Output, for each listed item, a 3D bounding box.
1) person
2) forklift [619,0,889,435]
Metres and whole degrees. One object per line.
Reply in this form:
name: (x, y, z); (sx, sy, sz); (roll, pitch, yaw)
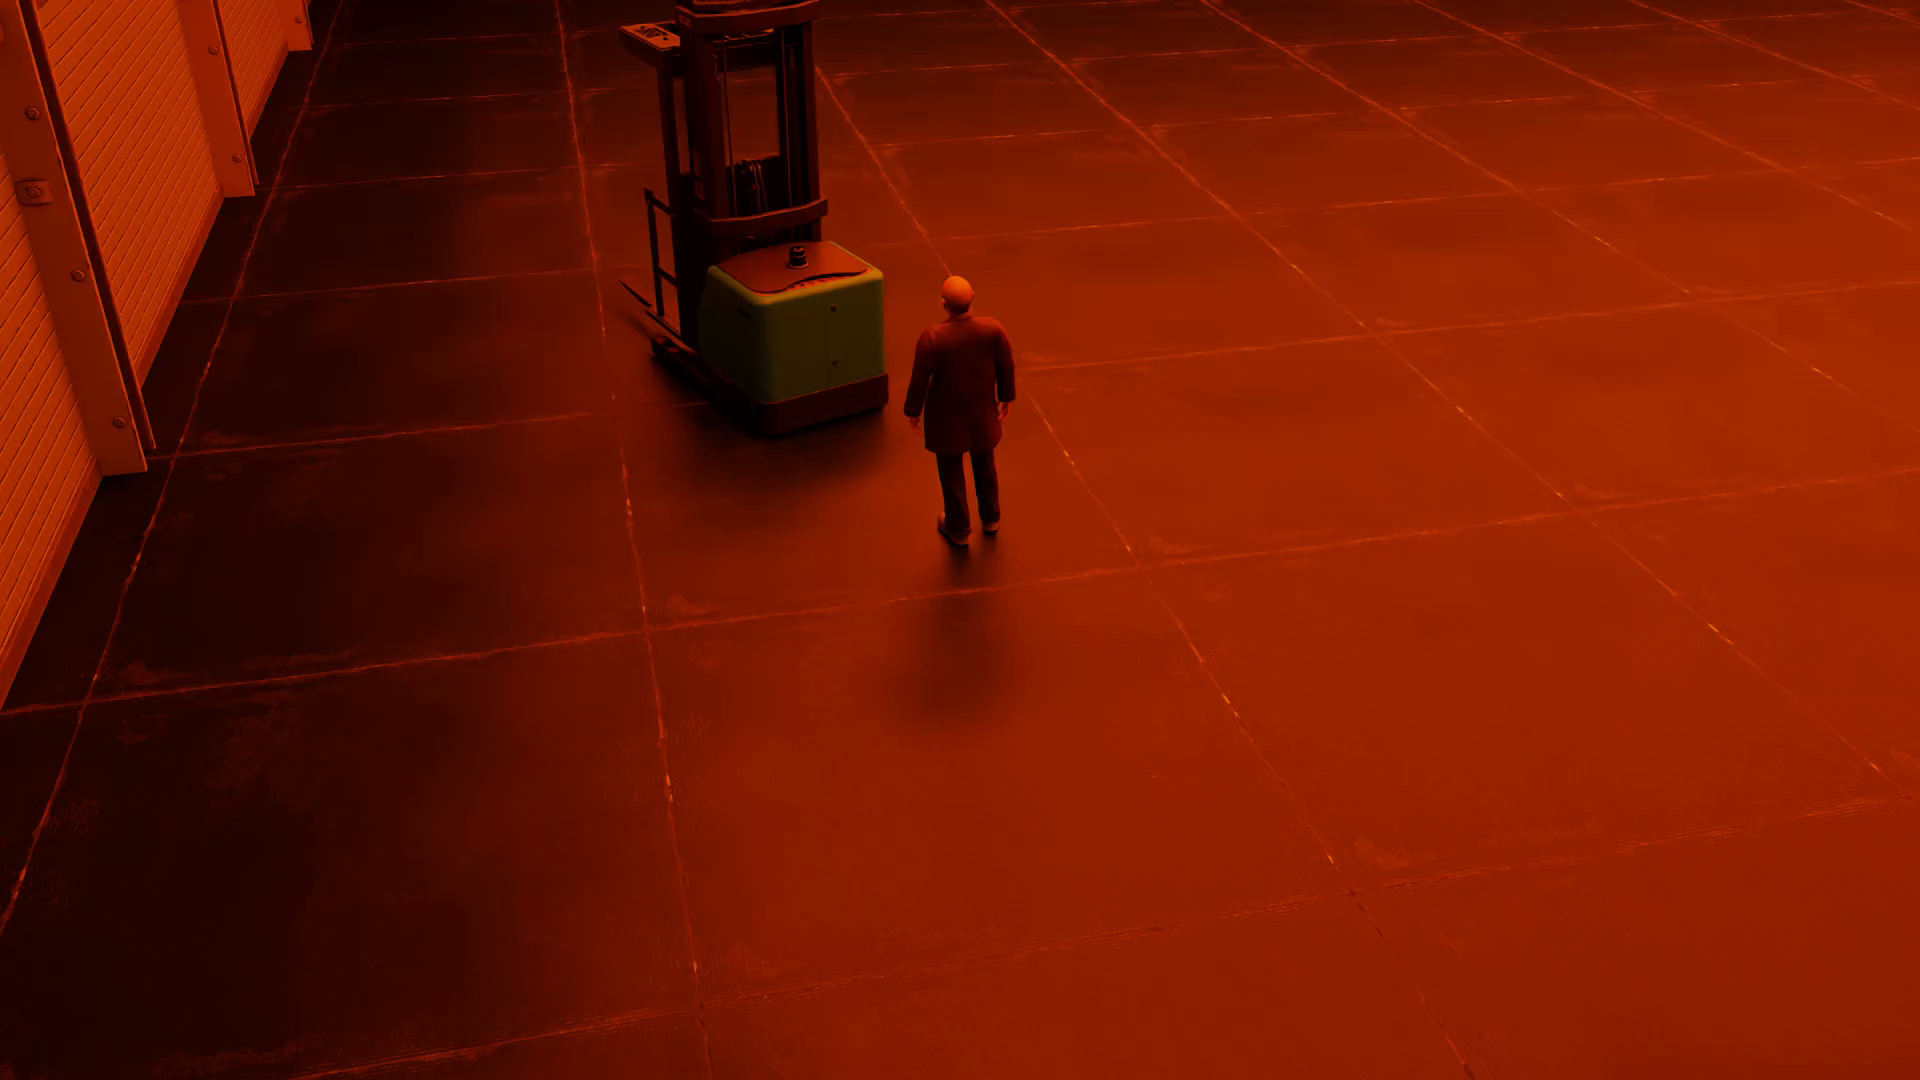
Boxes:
person: (-0.018, -0.821, 10.129); (0.696, 1.778, 0.579); (-7, 31, -12)
forklift: (-1.733, -2.701, 12.240); (1.130, 2.935, 3.031); (-18, 34, -28)
